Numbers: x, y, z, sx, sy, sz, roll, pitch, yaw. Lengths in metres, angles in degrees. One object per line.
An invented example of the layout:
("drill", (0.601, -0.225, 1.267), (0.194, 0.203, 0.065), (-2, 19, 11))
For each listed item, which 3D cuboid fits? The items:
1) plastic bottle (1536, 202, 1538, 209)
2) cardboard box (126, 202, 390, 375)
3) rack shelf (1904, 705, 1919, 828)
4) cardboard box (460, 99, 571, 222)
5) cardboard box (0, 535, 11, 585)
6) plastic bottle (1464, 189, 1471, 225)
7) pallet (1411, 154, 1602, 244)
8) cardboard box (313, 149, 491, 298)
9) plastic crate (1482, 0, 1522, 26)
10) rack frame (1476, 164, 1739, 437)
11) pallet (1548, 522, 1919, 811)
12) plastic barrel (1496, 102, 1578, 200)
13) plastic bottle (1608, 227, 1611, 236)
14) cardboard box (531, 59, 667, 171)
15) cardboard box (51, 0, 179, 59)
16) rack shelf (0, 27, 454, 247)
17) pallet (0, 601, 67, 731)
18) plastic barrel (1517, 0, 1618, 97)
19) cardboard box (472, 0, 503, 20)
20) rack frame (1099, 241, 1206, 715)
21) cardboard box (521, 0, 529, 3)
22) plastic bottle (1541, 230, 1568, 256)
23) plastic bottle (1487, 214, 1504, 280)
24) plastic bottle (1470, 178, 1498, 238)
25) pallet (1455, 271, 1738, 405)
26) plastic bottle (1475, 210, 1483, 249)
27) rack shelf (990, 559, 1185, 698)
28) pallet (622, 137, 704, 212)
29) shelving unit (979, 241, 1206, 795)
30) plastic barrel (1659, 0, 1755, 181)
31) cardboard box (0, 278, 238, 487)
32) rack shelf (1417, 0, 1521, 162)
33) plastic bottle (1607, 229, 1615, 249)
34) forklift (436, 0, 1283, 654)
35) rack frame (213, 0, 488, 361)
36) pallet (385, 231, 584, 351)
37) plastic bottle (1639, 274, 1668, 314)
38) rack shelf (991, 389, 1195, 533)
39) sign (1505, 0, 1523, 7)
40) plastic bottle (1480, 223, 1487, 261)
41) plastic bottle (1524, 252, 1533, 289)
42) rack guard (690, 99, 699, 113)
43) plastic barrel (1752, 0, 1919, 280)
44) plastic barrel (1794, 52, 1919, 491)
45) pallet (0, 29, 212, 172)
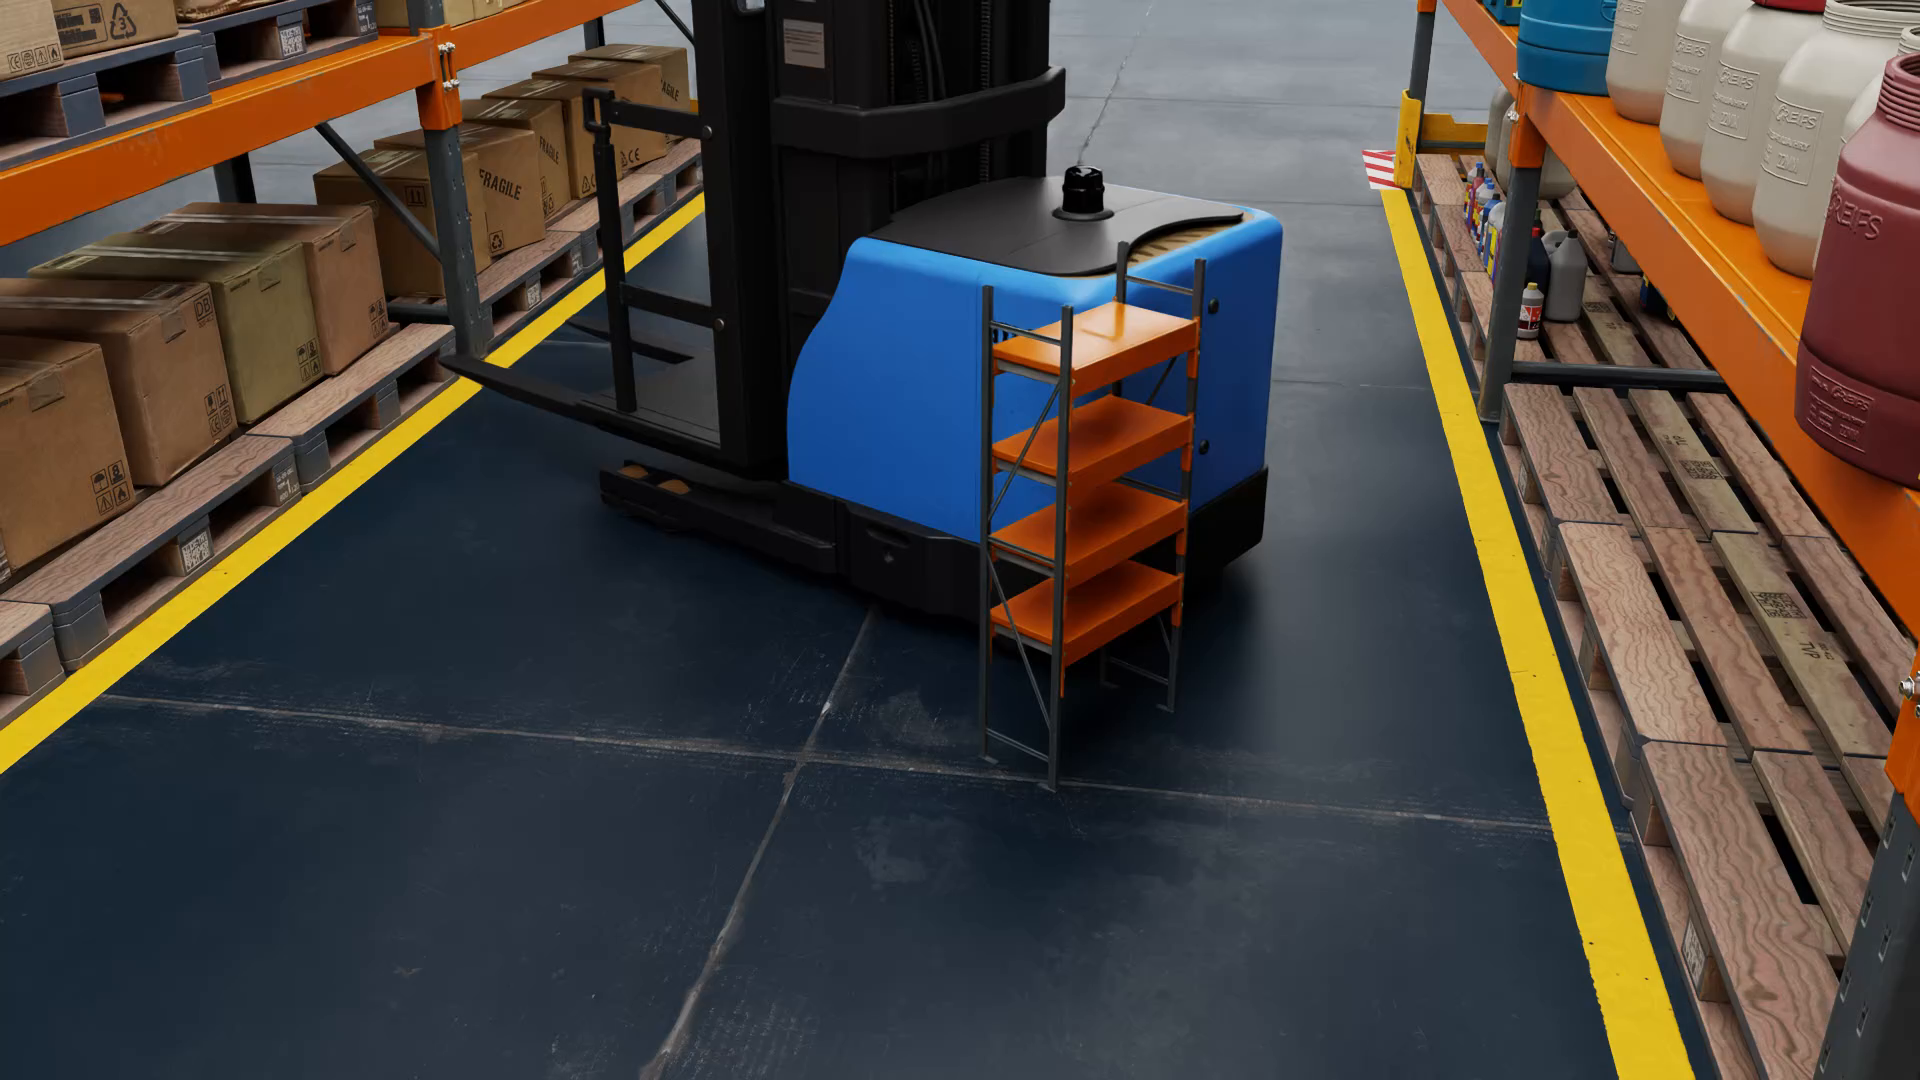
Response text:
("plastic bottle", (2.474, -1.315, 7.205), (0.061, 0.283, 0.133), (4, 25, 9))
("cardboard box", (-2.575, -0.935, 6.140), (0.700, 0.500, 0.500), (2, 25, 4))
("rack shelf", (1.453, 1.055, 0.307), (1.077, 0.370, 4.000), (4, 25, 9))
("cardboard box", (-2.238, -1.851, 8.120), (0.500, 0.500, 0.500), (2, 25, 4))
("cardboard box", (-2.939, -0.032, 4.210), (0.700, 0.500, 0.500), (2, 25, 4))
("plastic bottle", (2.466, -1.605, 7.923), (0.097, 0.201, 0.097), (0, 25, 0))
("pallet", (2.983, -1.816, 8.880), (1.003, 0.211, 1.213), (4, 25, 9))
("cardboard box", (-2.348, -1.346, 7.041), (0.500, 0.500, 0.500), (3, 25, 7))
("plastic crate", (2.346, -2.195, 6.576), (0.499, 0.251, 0.616), (4, 25, 9))
("rack frame", (2.433, -1.780, 5.515), (1.000, 3.000, 0.127), (4, 25, 9))
("pallet", (2.146, 0.325, 4.306), (1.003, 0.211, 1.213), (4, 25, 9))
("plastic barrel", (2.973, -2.027, 8.480), (0.421, 0.512, 0.421), (0, 25, 0))
("plastic bottle", (3.046, -1.527, 7.660), (0.061, 0.283, 0.133), (4, 25, 9))
("cardboard box", (-1.982, -2.342, 9.169), (0.500, 0.500, 0.500), (11, 27, 22))
("cardboard box", (-2.645, -1.629, 4.575), (0.797, 0.503, 0.637), (7, 26, 14))
("rack shelf", (-2.780, -0.961, 4.614), (1.077, 0.370, 4.000), (4, 25, 9))
("pallet", (-2.978, 0.486, 3.963), (1.003, 0.211, 1.213), (4, 25, 9))
("plastic barrel", (2.071, -1.867, 5.109), (0.600, 0.901, 0.708), (4, 25, 9))
("cardboard box", (-2.068, -2.182, 6.671), (0.380, 0.149, 0.250), (4, 25, 9))
("rack frame", (0.466, -0.128, 4.108), (0.240, 1.200, 0.015), (21, 32, 37))
("cardboard box", (-2.023, -2.394, 7.123), (0.380, 0.149, 0.250), (4, 25, 9))
("plastic bottle", (2.436, -1.116, 6.789), (0.152, 0.276, 0.135), (4, 25, 9))
("plastic bottle", (2.338, -1.285, 7.062), (0.144, 0.351, 0.185), (4, 25, 8))
("plastic bottle", (2.427, -1.537, 7.694), (0.097, 0.271, 0.097), (0, 25, 0))
("pallet", (2.584, -0.795, 6.700), (1.003, 0.211, 1.213), (4, 25, 9))
("plastic bottle", (2.395, -1.422, 7.531), (0.097, 0.201, 0.097), (0, 25, 0))
("rack shelf", (0.303, 0.190, 4.056), (0.258, 0.148, 0.480), (21, 32, 37))
("pallet", (-1.980, -2.164, 9.625), (1.003, 0.211, 1.213), (4, 25, 9))
("shelving unit", (0.303, -0.051, 3.943), (0.258, 1.200, 0.503), (21, 32, 37))
("plastic barrel", (1.941, -1.150, 4.008), (0.433, 0.535, 0.433), (0, 25, 0))
("cardboard box", (-2.762, -0.503, 5.216), (0.700, 0.500, 0.500), (2, 25, 4))
("rack shelf", (2.760, -2.291, 7.455), (1.077, 0.370, 4.000), (4, 25, 9))
("plastic bottle", (3.002, -1.426, 7.540), (0.097, 0.201, 0.097), (0, 25, 0))
("forklift", (-0.543, -1.508, 5.015), (3.031, 2.935, 1.130), (18, 31, 34))
("rack frame", (-2.453, -2.123, 6.248), (1.000, 3.000, 0.127), (4, 25, 9))
("pallet", (-2.378, -1.144, 7.445), (1.003, 0.211, 1.213), (4, 25, 9))
("plastic bottle", (2.832, -1.099, 6.665), (0.144, 0.351, 0.185), (4, 25, 9))
("rack shelf", (0.304, -0.193, 3.877), (0.258, 0.148, 0.480), (21, 32, 37))
("sign", (1.892, -1.948, 5.548), (0.100, 0.325, 0.005), (4, 25, 9))
("plastic bottle", (2.361, -1.336, 7.348), (0.097, 0.201, 0.097), (0, 25, 0))
("plastic bottle", (2.186, -0.973, 6.476), (0.061, 0.283, 0.133), (5, 26, 11))
("rack guard", (-1.812, -2.633, 10.284), (1.175, 0.500, 0.348), (4, 25, 9))
("plastic barrel", (1.806, -0.779, 3.245), (0.421, 0.512, 0.421), (0, 25, 0))
("plastic barrel", (1.556, -0.384, 2.372), (0.600, 0.536, 0.708), (4, 25, 9))
("pallet", (-2.824, -1.194, 4.490), (1.003, 0.211, 1.213), (4, 25, 9))
